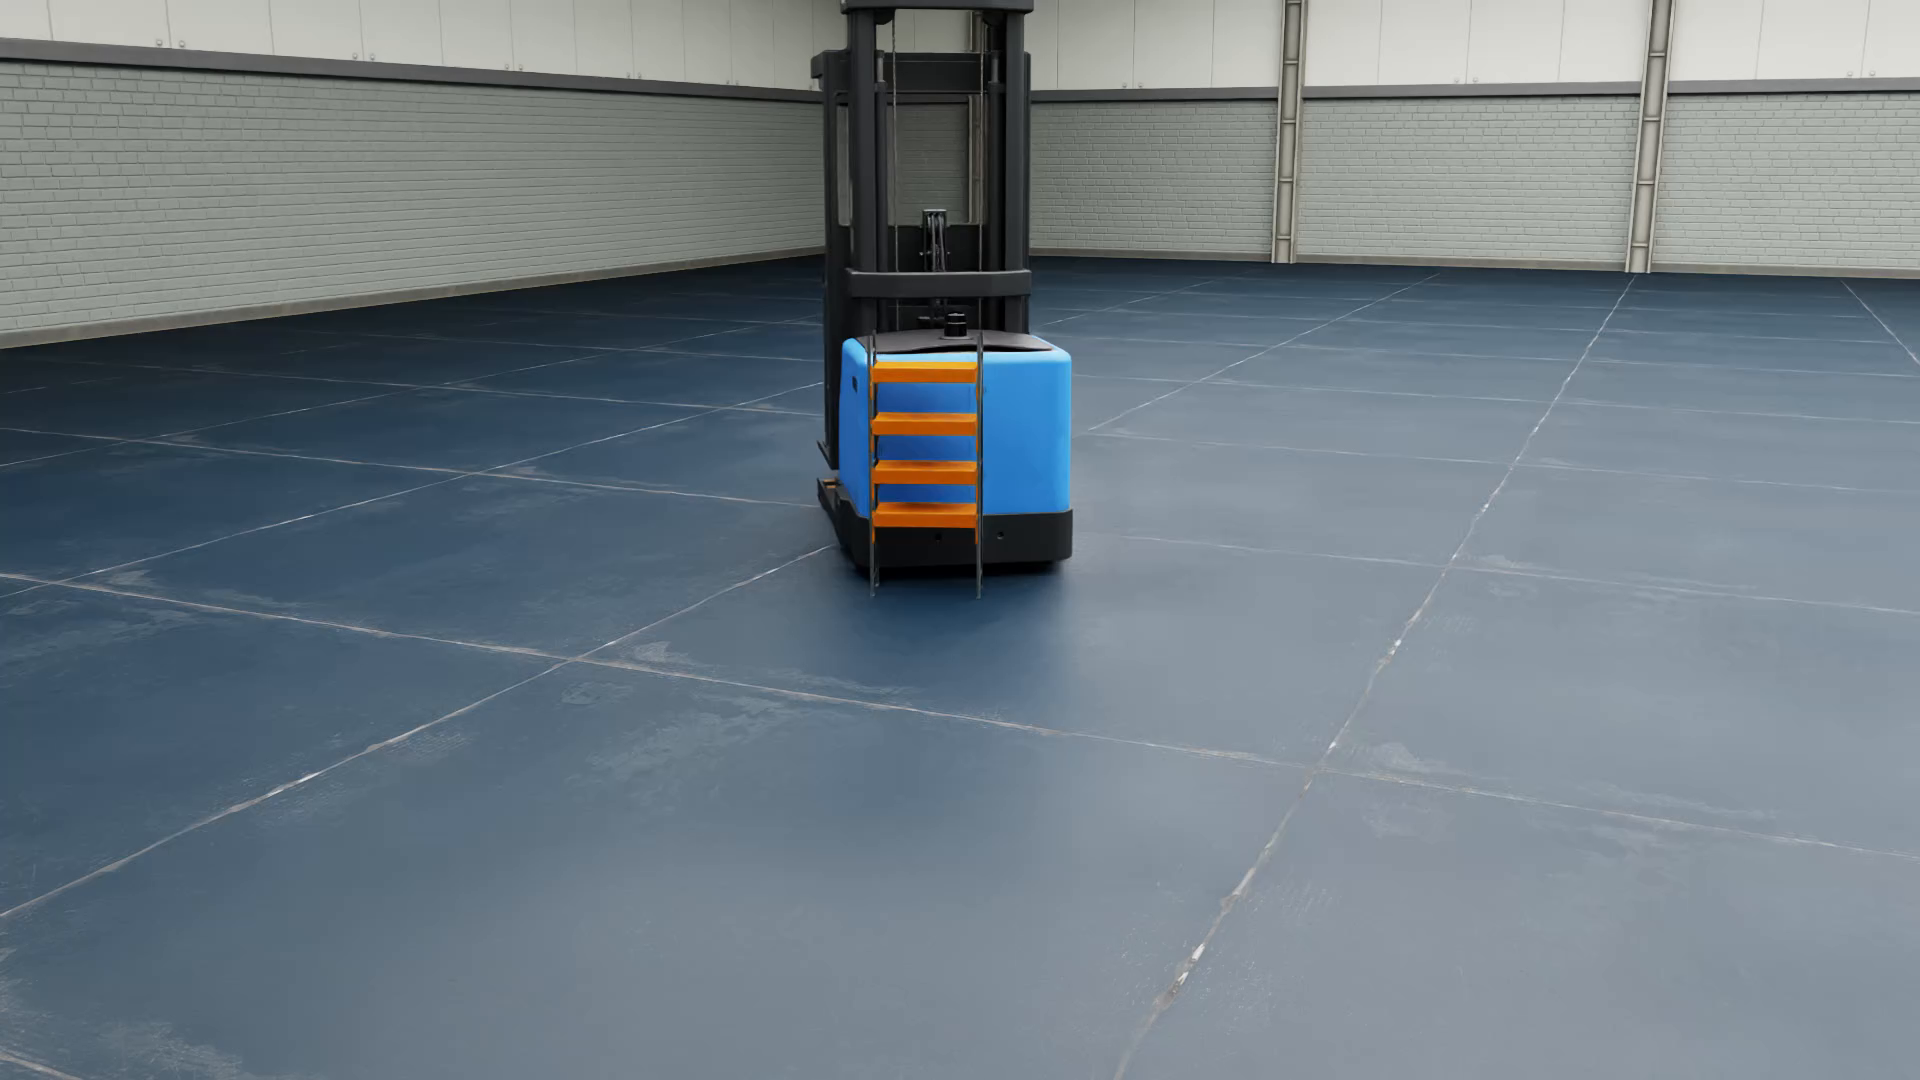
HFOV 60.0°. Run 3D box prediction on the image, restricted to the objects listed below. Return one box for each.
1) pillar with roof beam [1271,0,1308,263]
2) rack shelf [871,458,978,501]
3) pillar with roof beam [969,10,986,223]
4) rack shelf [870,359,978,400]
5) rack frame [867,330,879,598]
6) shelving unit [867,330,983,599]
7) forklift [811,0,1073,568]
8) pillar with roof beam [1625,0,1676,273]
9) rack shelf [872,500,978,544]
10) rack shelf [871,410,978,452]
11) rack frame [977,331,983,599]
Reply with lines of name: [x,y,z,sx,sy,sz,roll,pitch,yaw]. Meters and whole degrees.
pillar with roof beam: [4.156,-8.537,25.438,0.400,9.000,9.100,6,14,23]
rack shelf: [-0.153,-0.278,7.607,0.480,0.148,0.258,1,13,3]
pillar with roof beam: [-1.330,-9.092,27.804,0.400,9.000,9.100,6,14,23]
rack shelf: [-0.153,-0.726,7.502,0.480,0.148,0.258,1,13,3]
rack frame: [-0.397,-0.346,7.605,0.015,1.200,0.240,1,13,3]
shelving unit: [-0.153,-0.343,7.592,0.503,1.200,0.258,1,13,3]
forklift: [-0.215,-1.581,9.077,1.130,2.935,3.031,-2,13,-10]
pillar with roof beam: [9.642,-7.982,23.072,0.400,9.000,9.100,6,14,23]
rack shelf: [-0.153,-0.085,7.652,0.480,0.148,0.258,1,13,3]
rack shelf: [-0.153,-0.496,7.556,0.480,0.148,0.258,1,13,3]
rack frame: [0.090,-0.340,7.578,0.015,1.200,0.240,1,13,3]
